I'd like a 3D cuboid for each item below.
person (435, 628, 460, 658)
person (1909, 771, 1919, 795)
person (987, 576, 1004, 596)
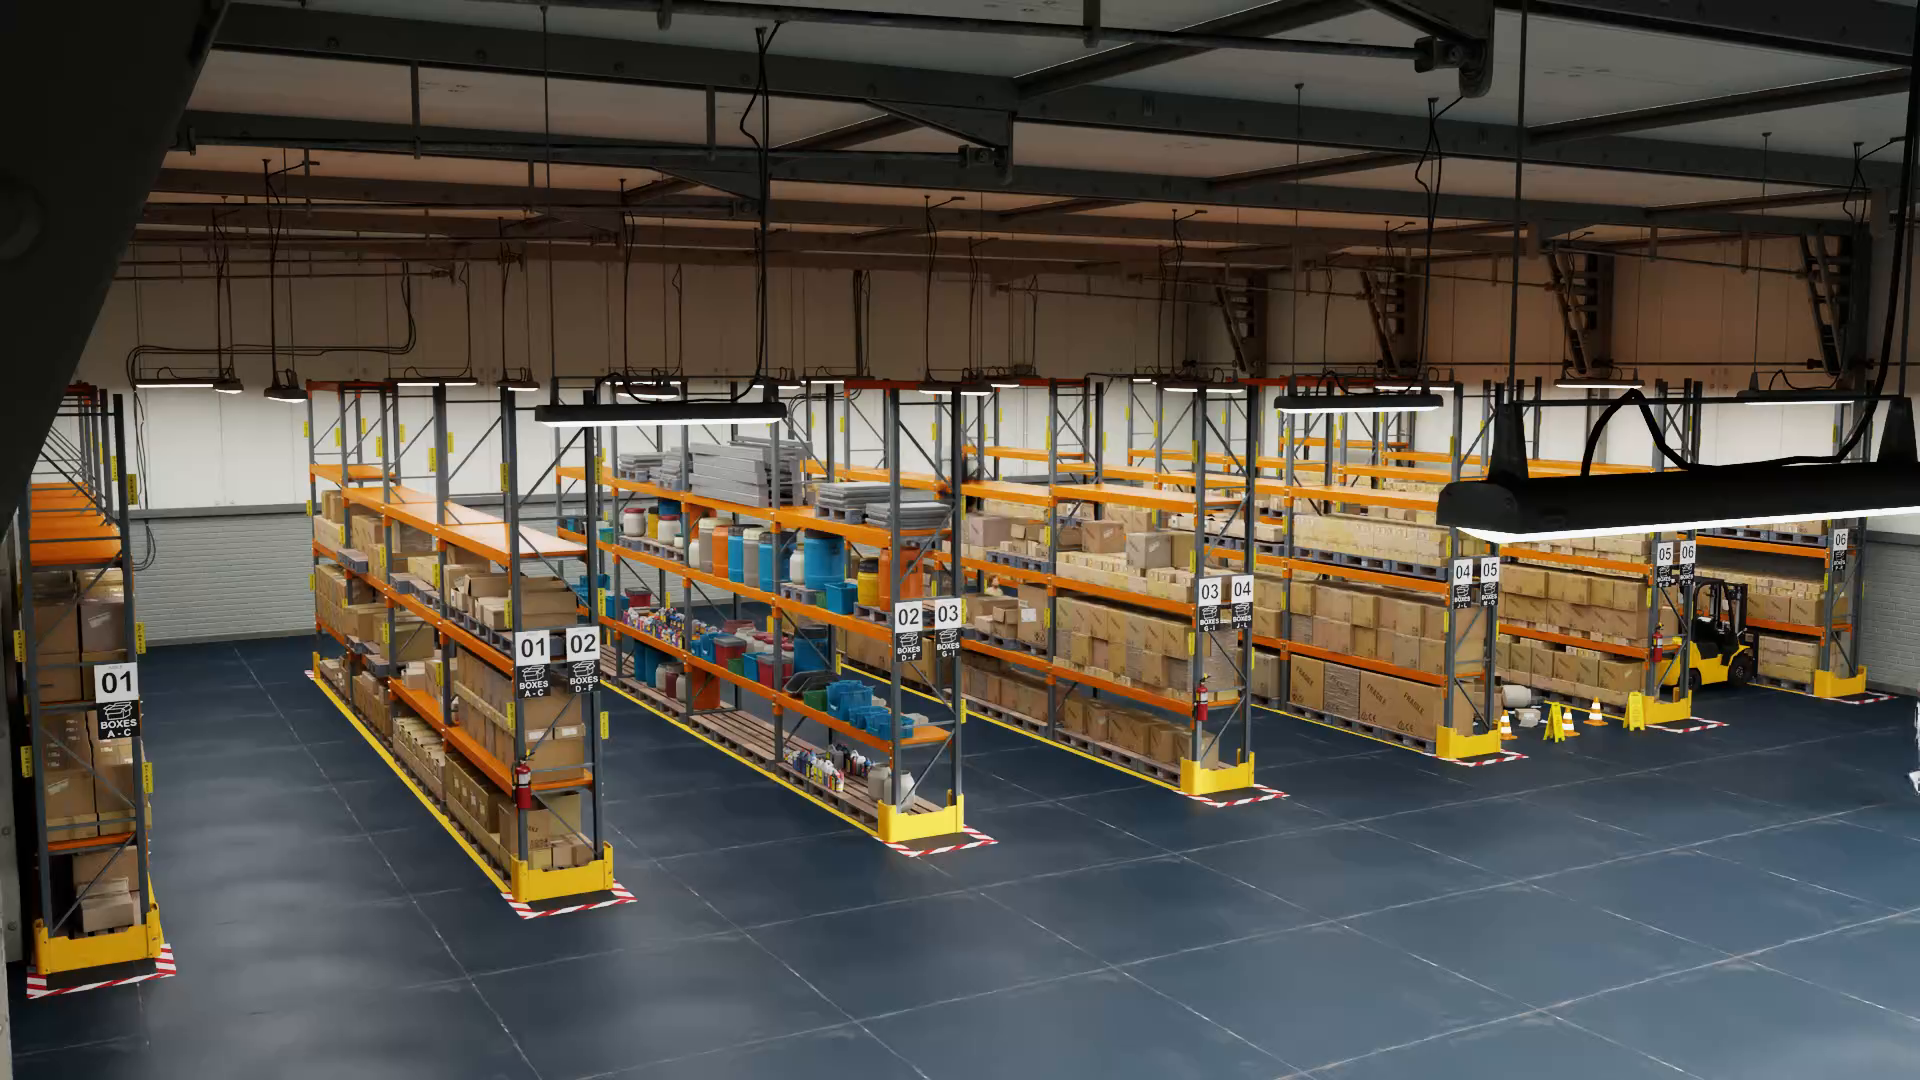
[{"bbox_3d":[-10.509,1.863,33.990,0.718,1.803,0.984,-5,8,-41],"label":"person"},{"bbox_3d":[13.925,2.965,23.666,0.652,1.739,0.712,2,6,18],"label":"person"},{"bbox_3d":[0.784,1.609,36.731,0.566,1.629,0.550,-5,8,-38],"label":"person"}]
